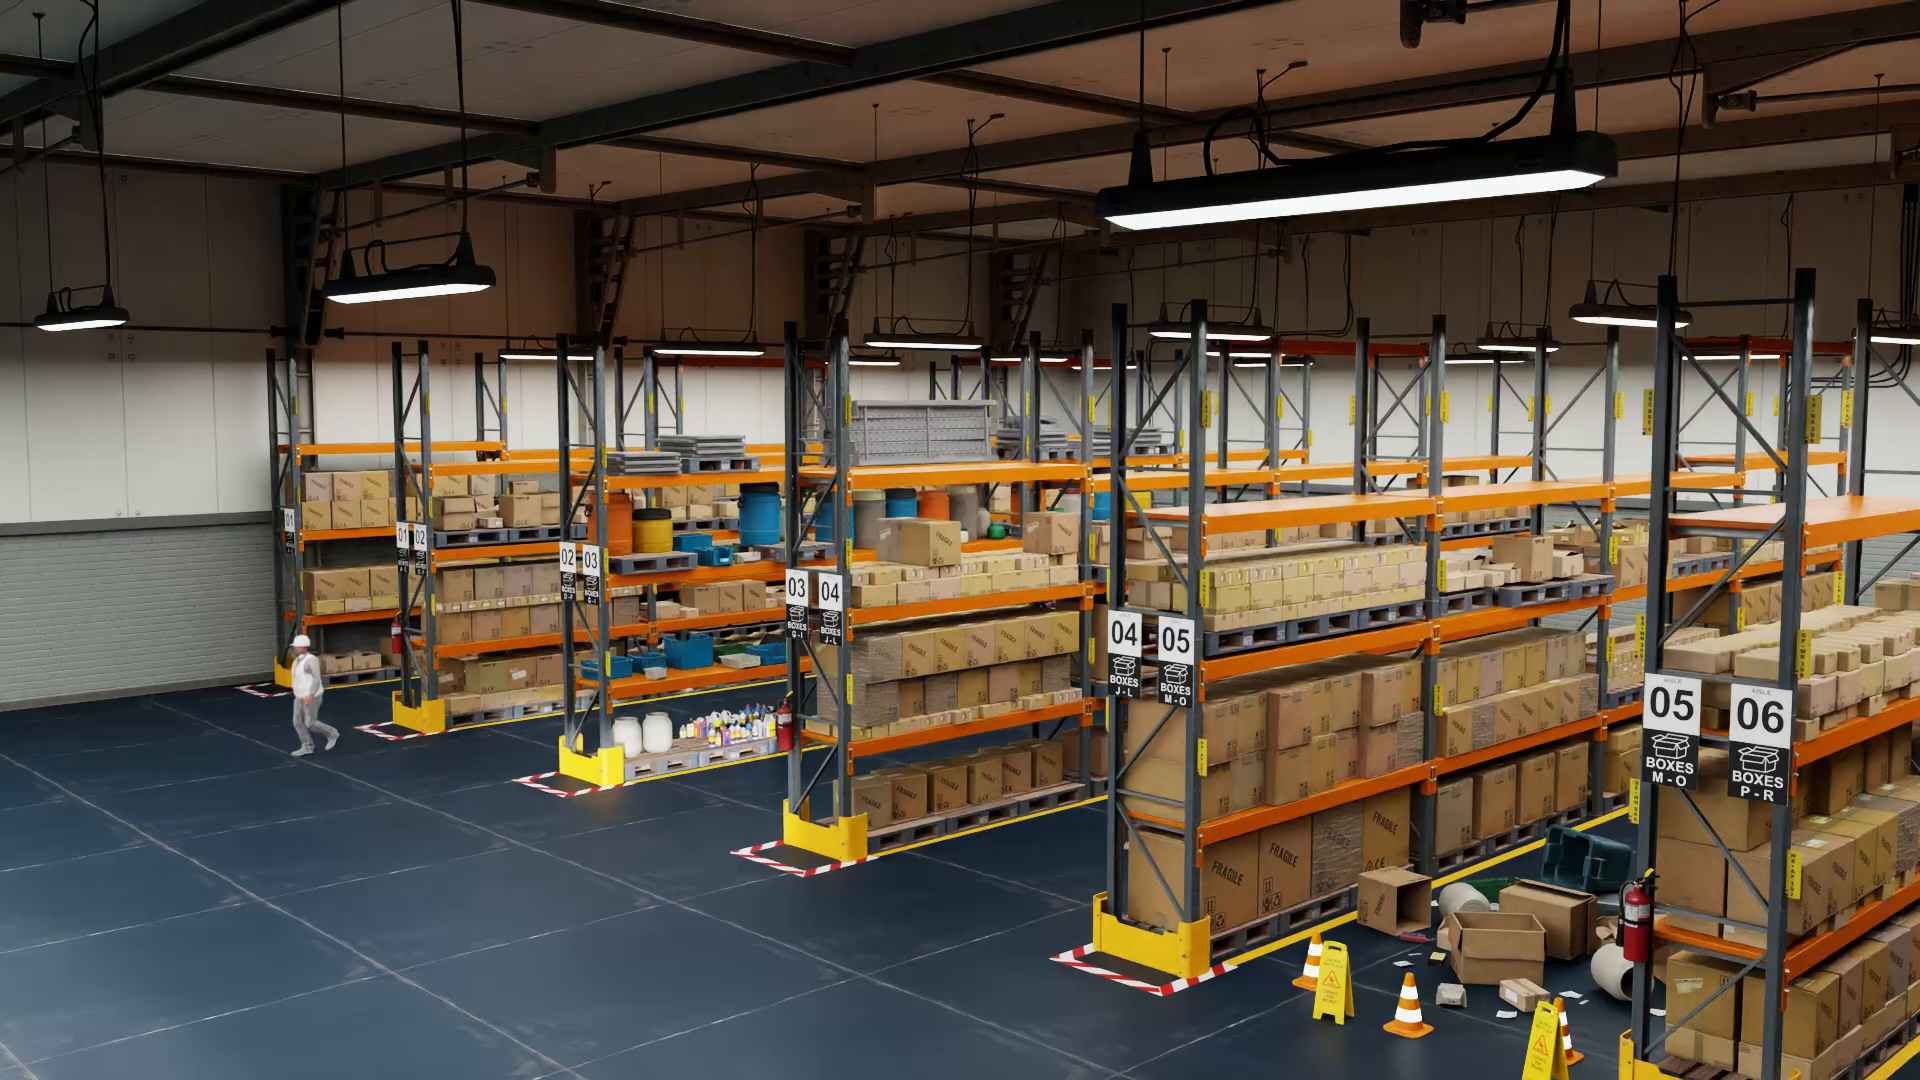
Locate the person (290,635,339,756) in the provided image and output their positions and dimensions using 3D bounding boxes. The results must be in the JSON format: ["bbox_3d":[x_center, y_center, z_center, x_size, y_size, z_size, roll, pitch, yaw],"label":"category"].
[{"bbox_3d":[-9.344,2.225,24.008,0.601,1.754,0.649,4,6,38],"label":"person"}]

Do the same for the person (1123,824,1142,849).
[{"bbox_3d":[2.078,2.668,19.241,0.650,1.673,0.559,-2,5,-18],"label":"person"}]
